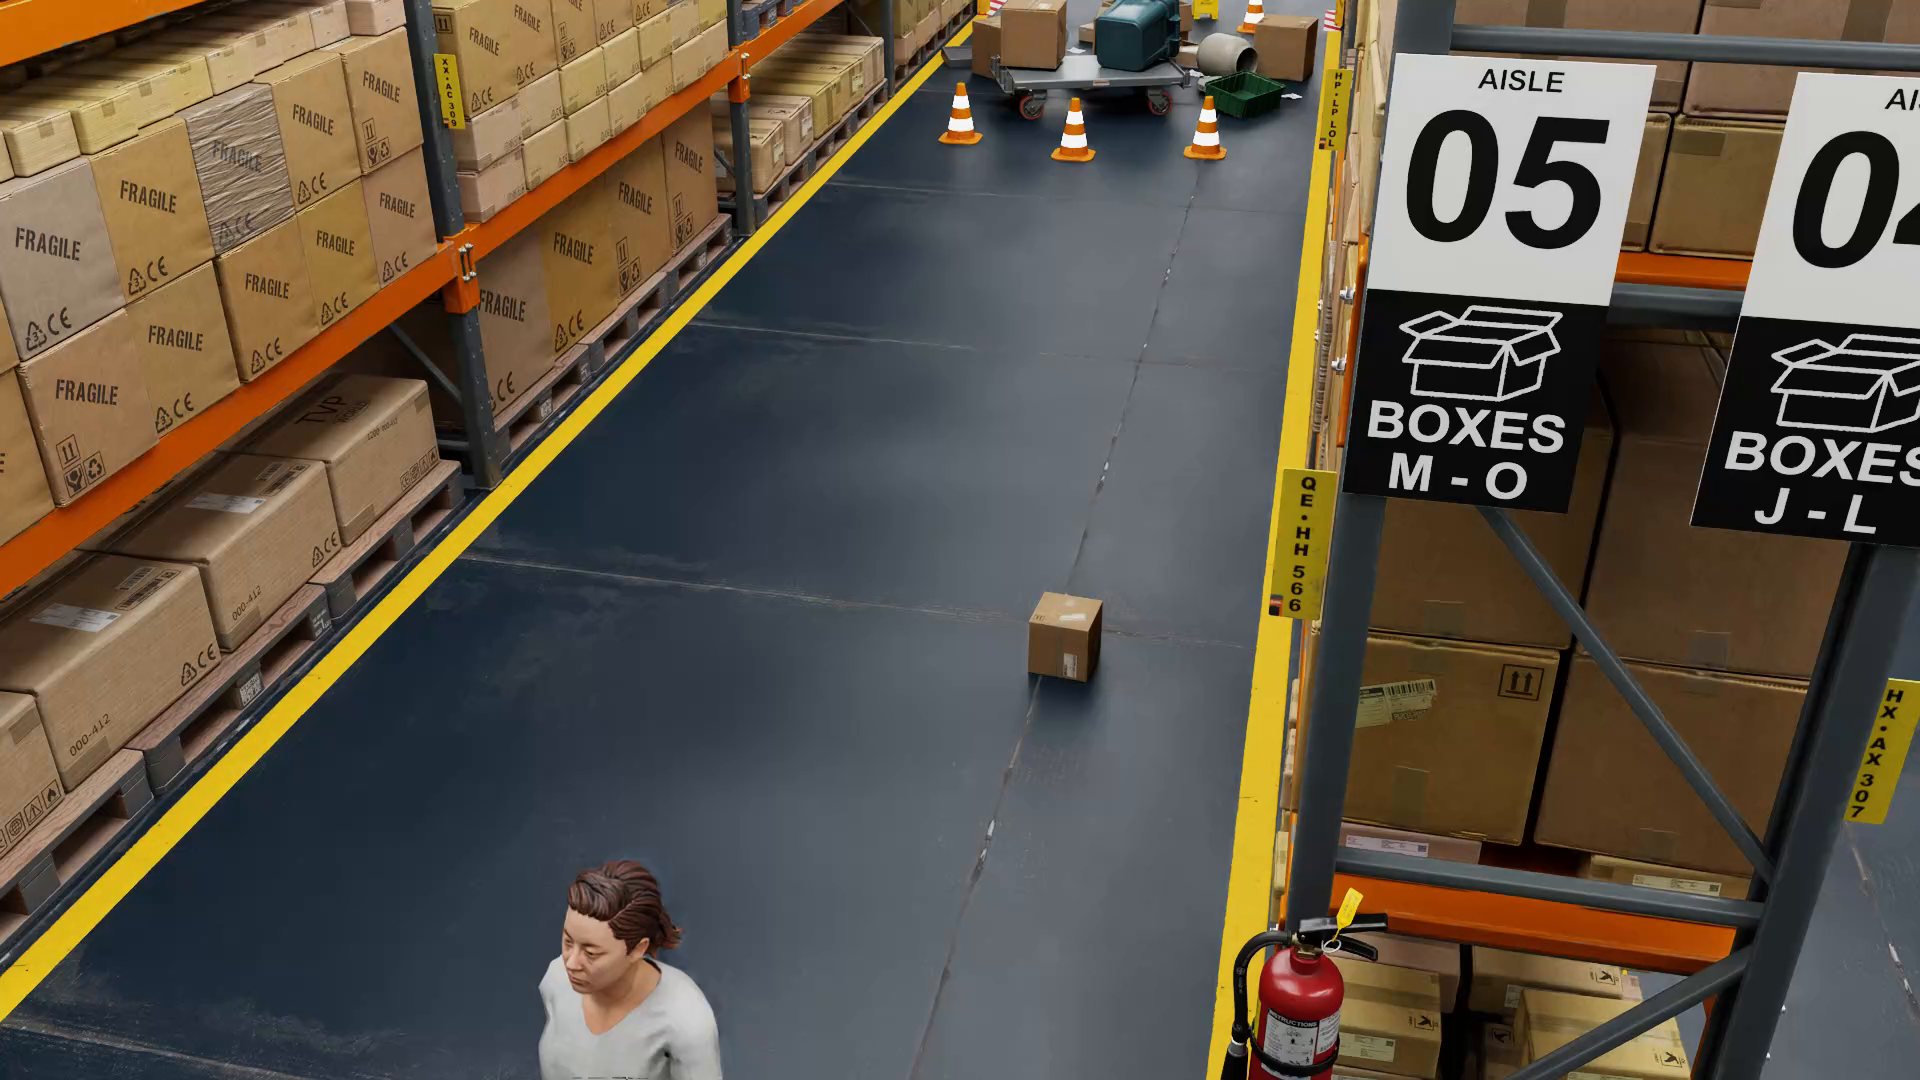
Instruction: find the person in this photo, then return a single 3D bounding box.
[{"bbox_3d":[-0.718,1.400,3.570,0.454,1.605,1.038,9,30,16],"label":"person"}]
